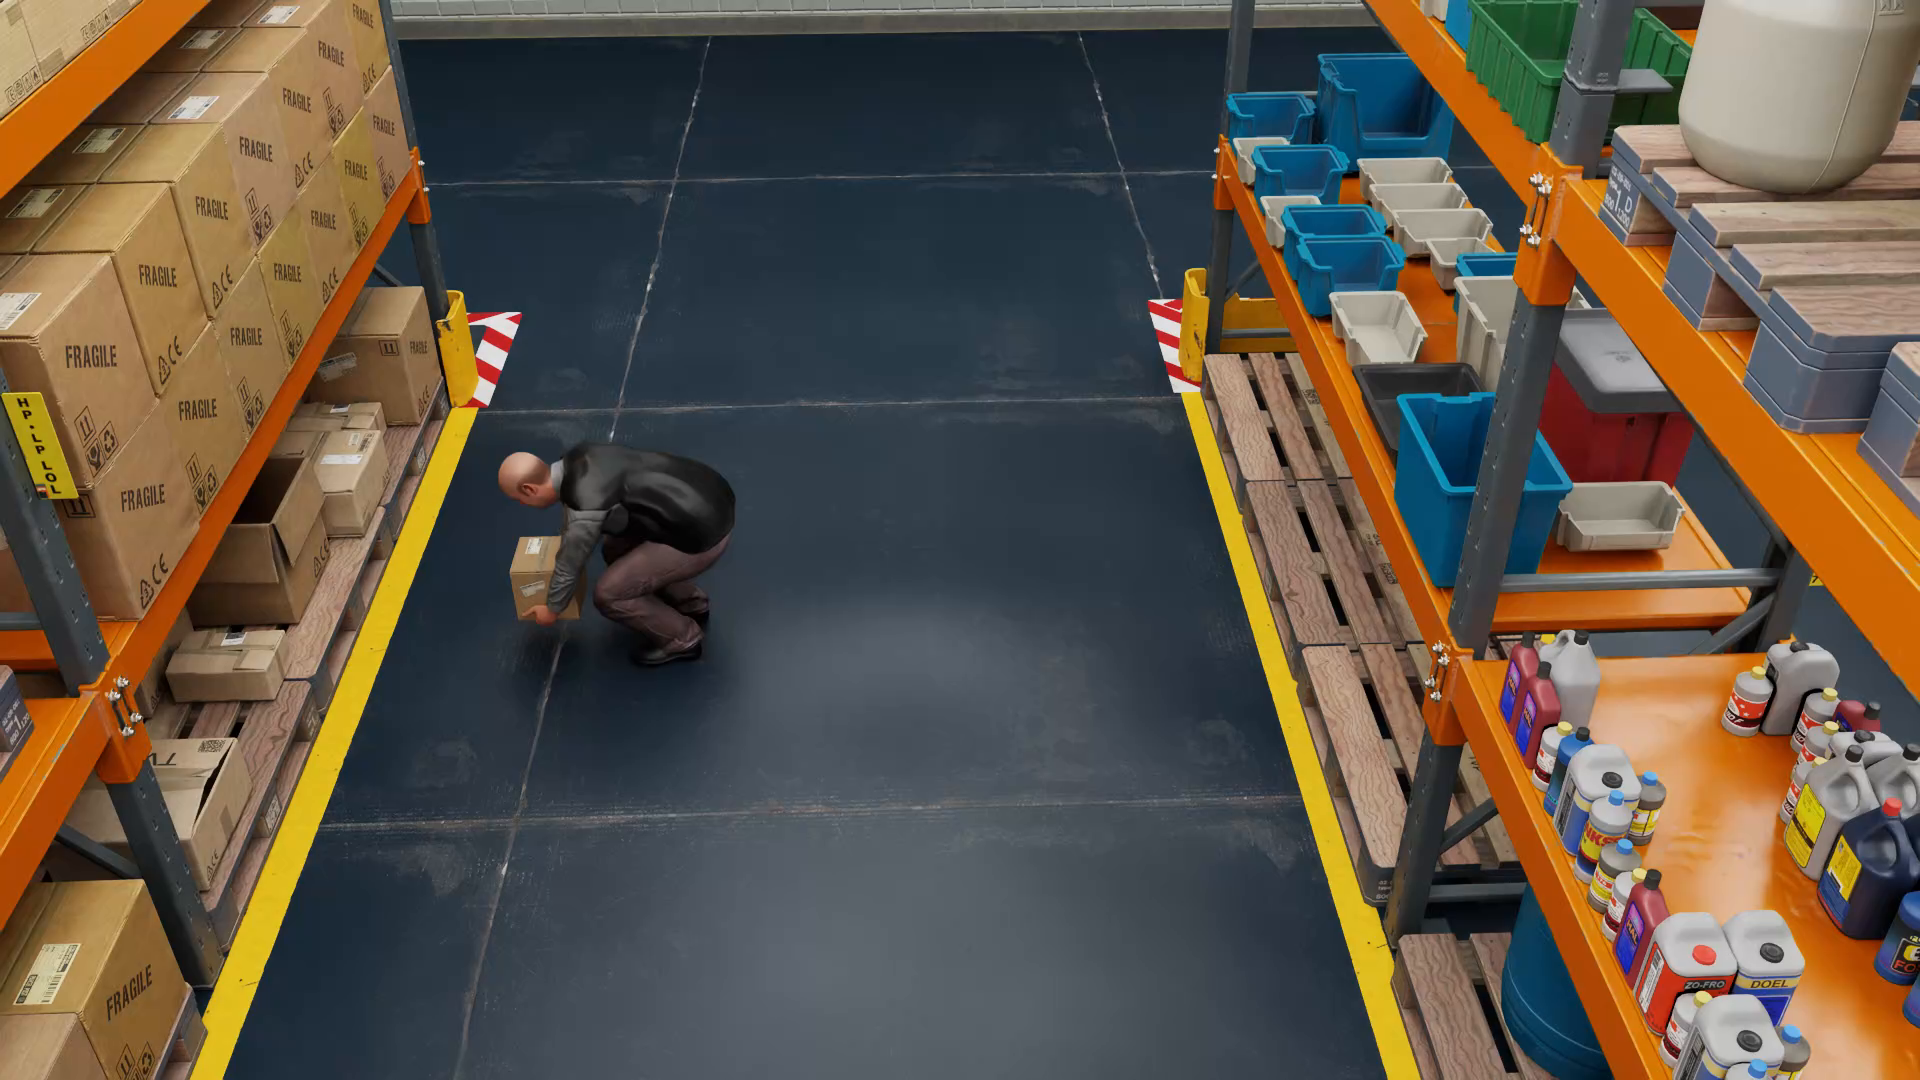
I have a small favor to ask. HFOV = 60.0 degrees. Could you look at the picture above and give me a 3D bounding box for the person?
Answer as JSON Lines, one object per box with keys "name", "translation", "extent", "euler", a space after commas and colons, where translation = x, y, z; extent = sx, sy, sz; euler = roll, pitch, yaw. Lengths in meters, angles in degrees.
{"name": "person", "translation": [-1.363, 0.030, 6.798], "extent": [0.908, 0.955, 0.513], "euler": [-3, 35, -4]}
